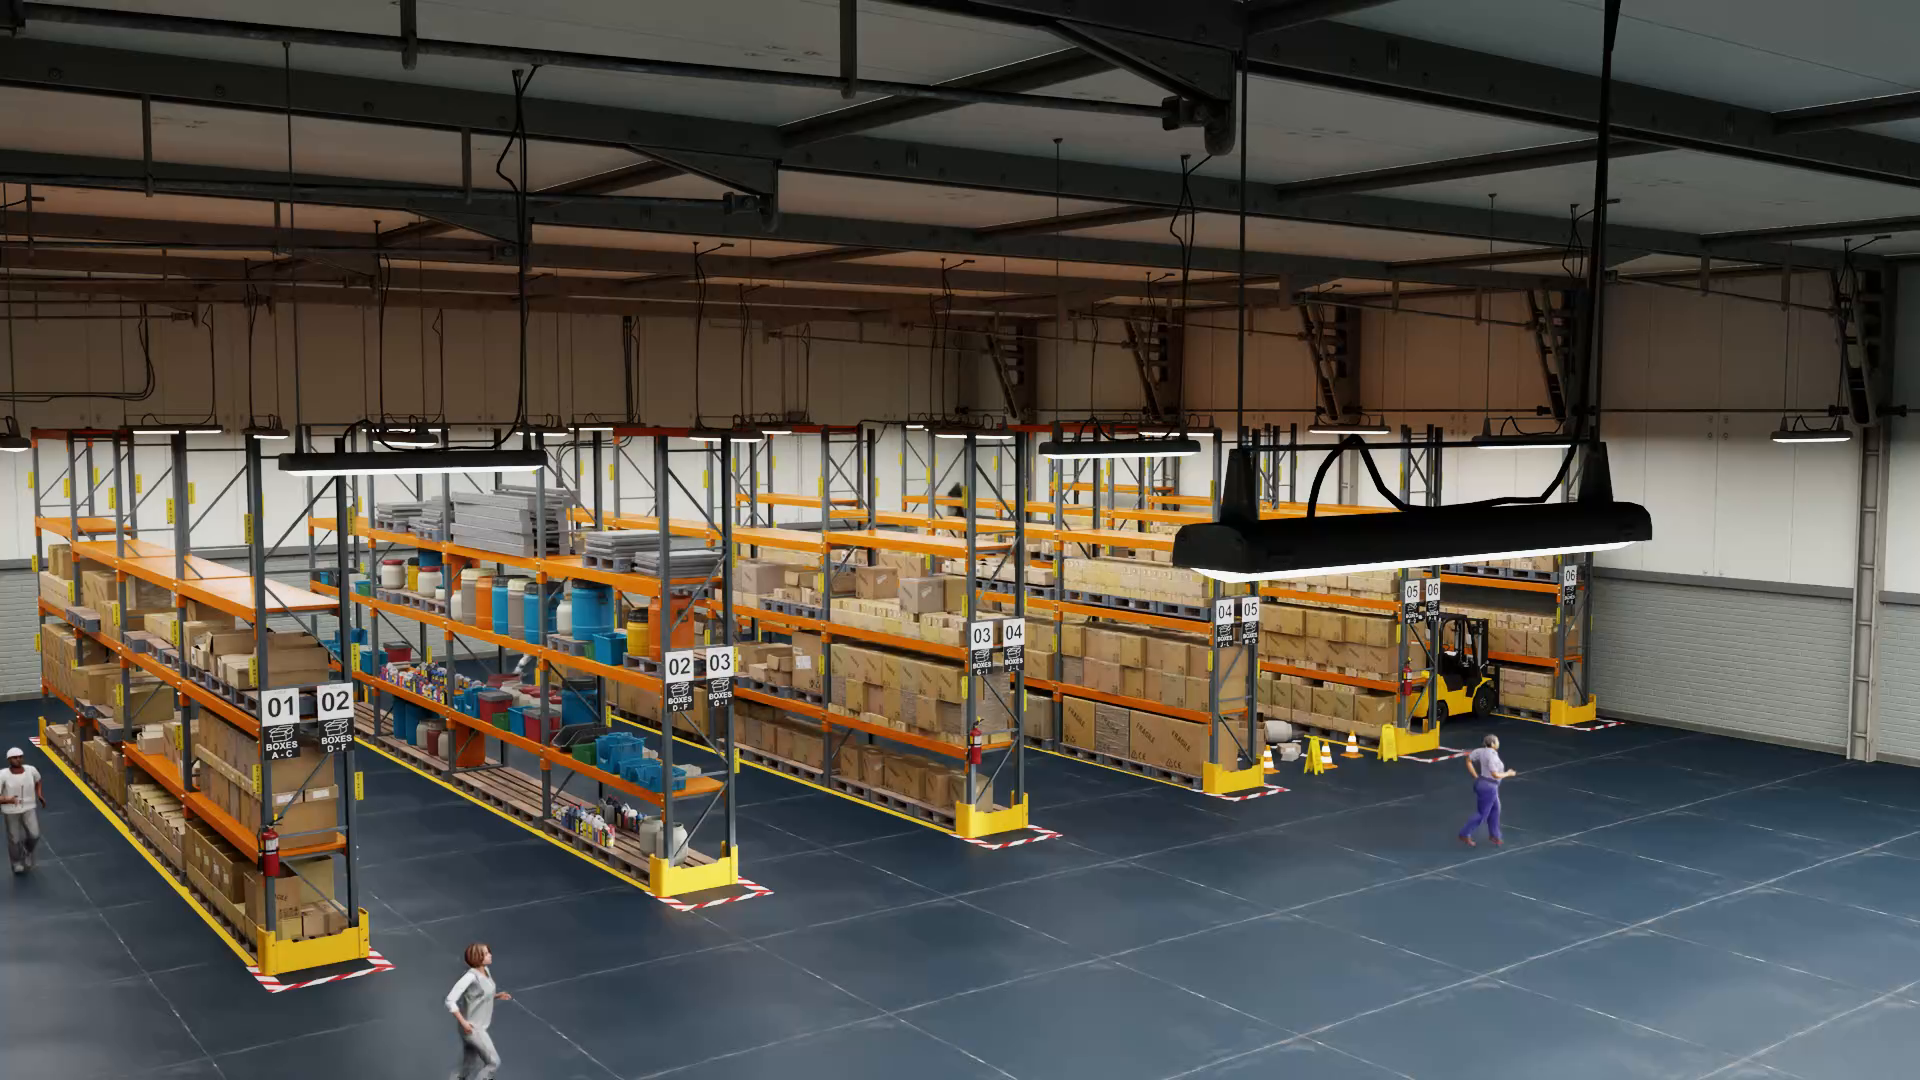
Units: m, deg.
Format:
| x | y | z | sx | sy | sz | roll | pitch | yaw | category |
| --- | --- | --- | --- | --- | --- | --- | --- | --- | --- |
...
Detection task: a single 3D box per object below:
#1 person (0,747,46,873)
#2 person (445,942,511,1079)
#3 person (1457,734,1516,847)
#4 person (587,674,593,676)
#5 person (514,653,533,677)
| x | y | z | sx | sy | sz | roll | pitch | yaw | category |
| --- | --- | --- | --- | --- | --- | --- | --- | --- | --- |
| -12.777 | 3.678 | 22.621 | 0.685 | 1.725 | 0.623 | -4 | 6 | -45 | person |
| -4.330 | 4.383 | 14.797 | 0.660 | 1.647 | 0.539 | -1 | 5 | -7 | person |
| 7.577 | 3.637 | 23.996 | 0.836 | 1.699 | 0.564 | 0 | 4 | -2 | person |
| -6.654 | 3.192 | 29.933 | 0.813 | 1.569 | 0.547 | 4 | 6 | 44 | person |
| -10.061 | 2.379 | 39.083 | 0.847 | 1.826 | 0.656 | -1 | 5 | -14 | person |
